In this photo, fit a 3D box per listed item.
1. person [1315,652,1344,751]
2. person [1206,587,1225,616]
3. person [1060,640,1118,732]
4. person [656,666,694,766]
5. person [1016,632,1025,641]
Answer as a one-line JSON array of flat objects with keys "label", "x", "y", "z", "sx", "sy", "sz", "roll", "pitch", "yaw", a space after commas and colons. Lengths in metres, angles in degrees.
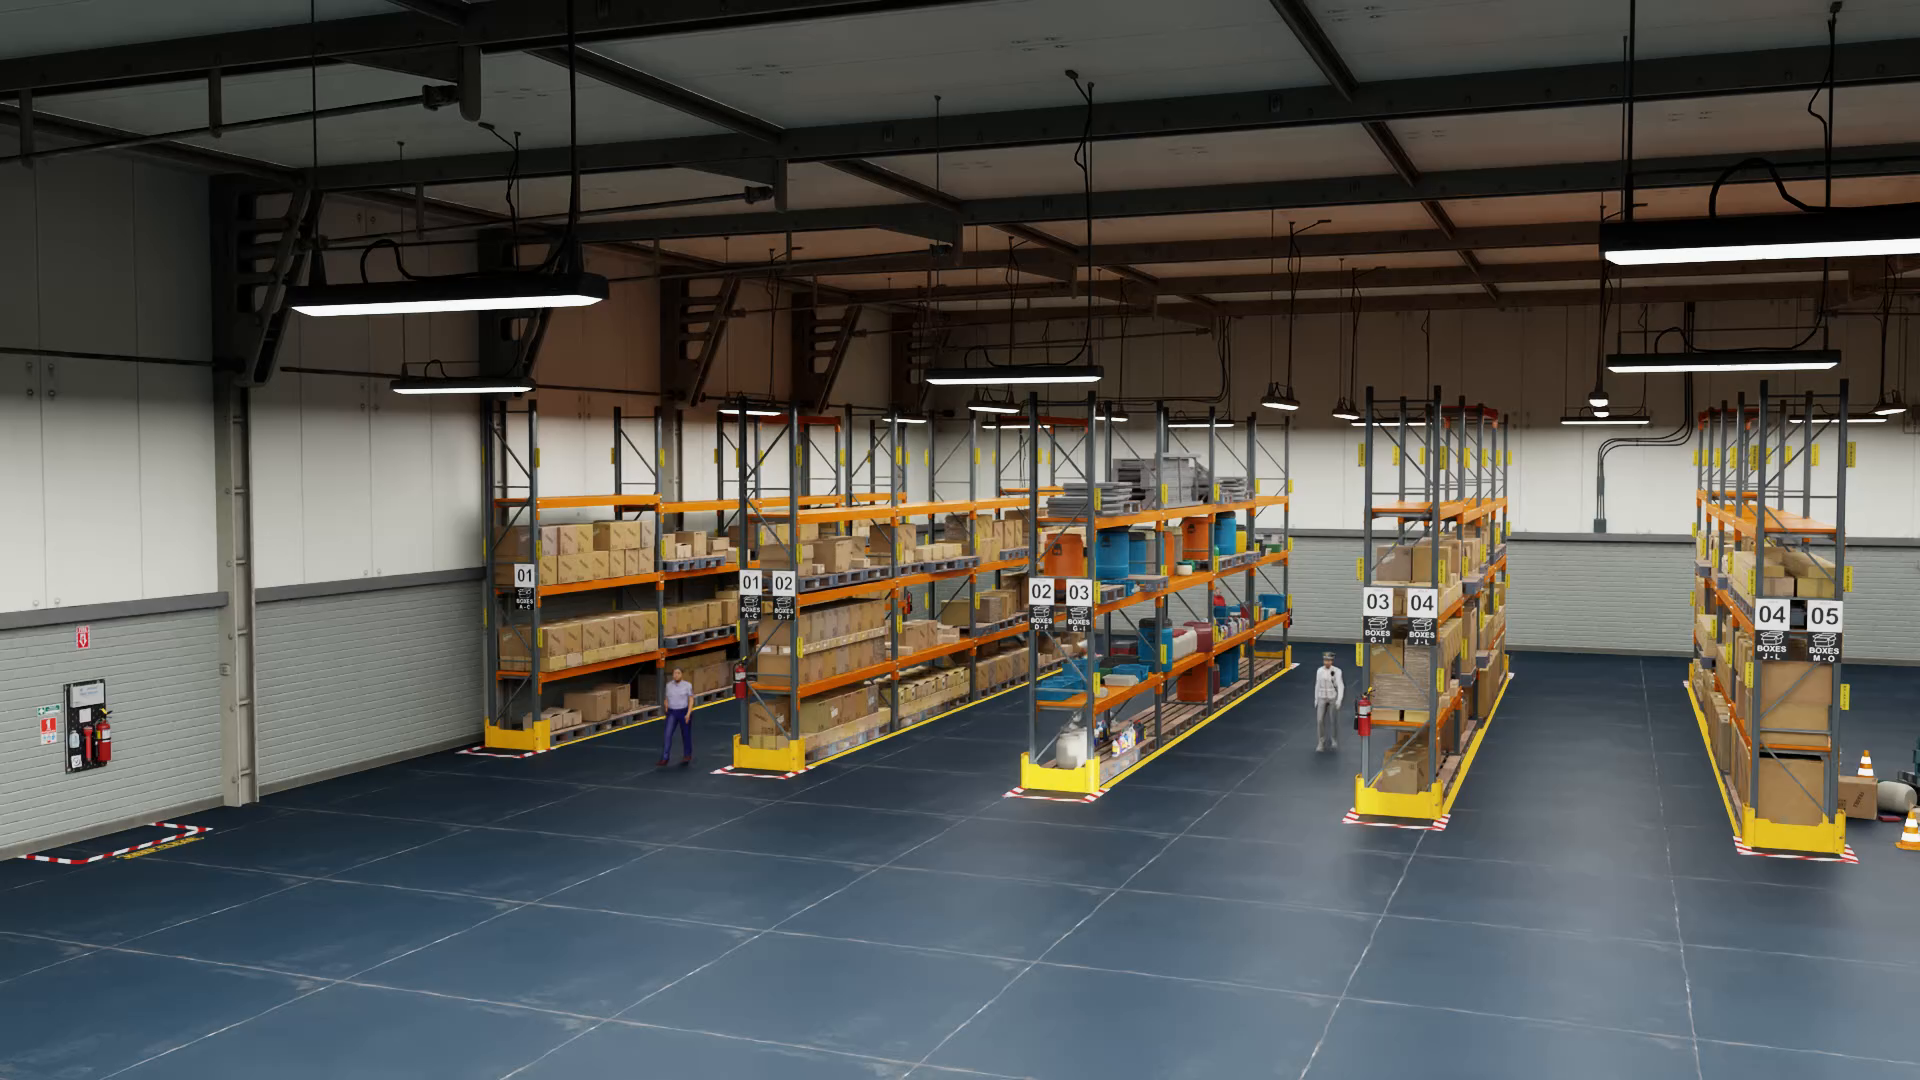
[{"label": "person", "x": 6.335, "y": 2.769, "z": 28.583, "sx": 0.539, "sy": 1.698, "sz": 0.599, "roll": 2, "pitch": 3, "yaw": 32}, {"label": "person", "x": 6.792, "y": 2.015, "z": 43.740, "sx": 0.525, "sy": 1.568, "sz": 1.079, "roll": -2, "pitch": 4, "yaw": -37}, {"label": "person", "x": 2.311, "y": 2.665, "z": 30.039, "sx": 1.085, "sy": 1.721, "sz": 0.537, "roll": 1, "pitch": 3, "yaw": 21}, {"label": "person", "x": -4.596, "y": 2.854, "z": 26.937, "sx": 0.556, "sy": 1.599, "sz": 0.978, "roll": 0, "pitch": 3, "yaw": -3}, {"label": "person", "x": 1.669, "y": 1.905, "z": 45.571, "sx": 0.450, "sy": 1.666, "sz": 0.680, "roll": -2, "pitch": 3, "yaw": -31}]
